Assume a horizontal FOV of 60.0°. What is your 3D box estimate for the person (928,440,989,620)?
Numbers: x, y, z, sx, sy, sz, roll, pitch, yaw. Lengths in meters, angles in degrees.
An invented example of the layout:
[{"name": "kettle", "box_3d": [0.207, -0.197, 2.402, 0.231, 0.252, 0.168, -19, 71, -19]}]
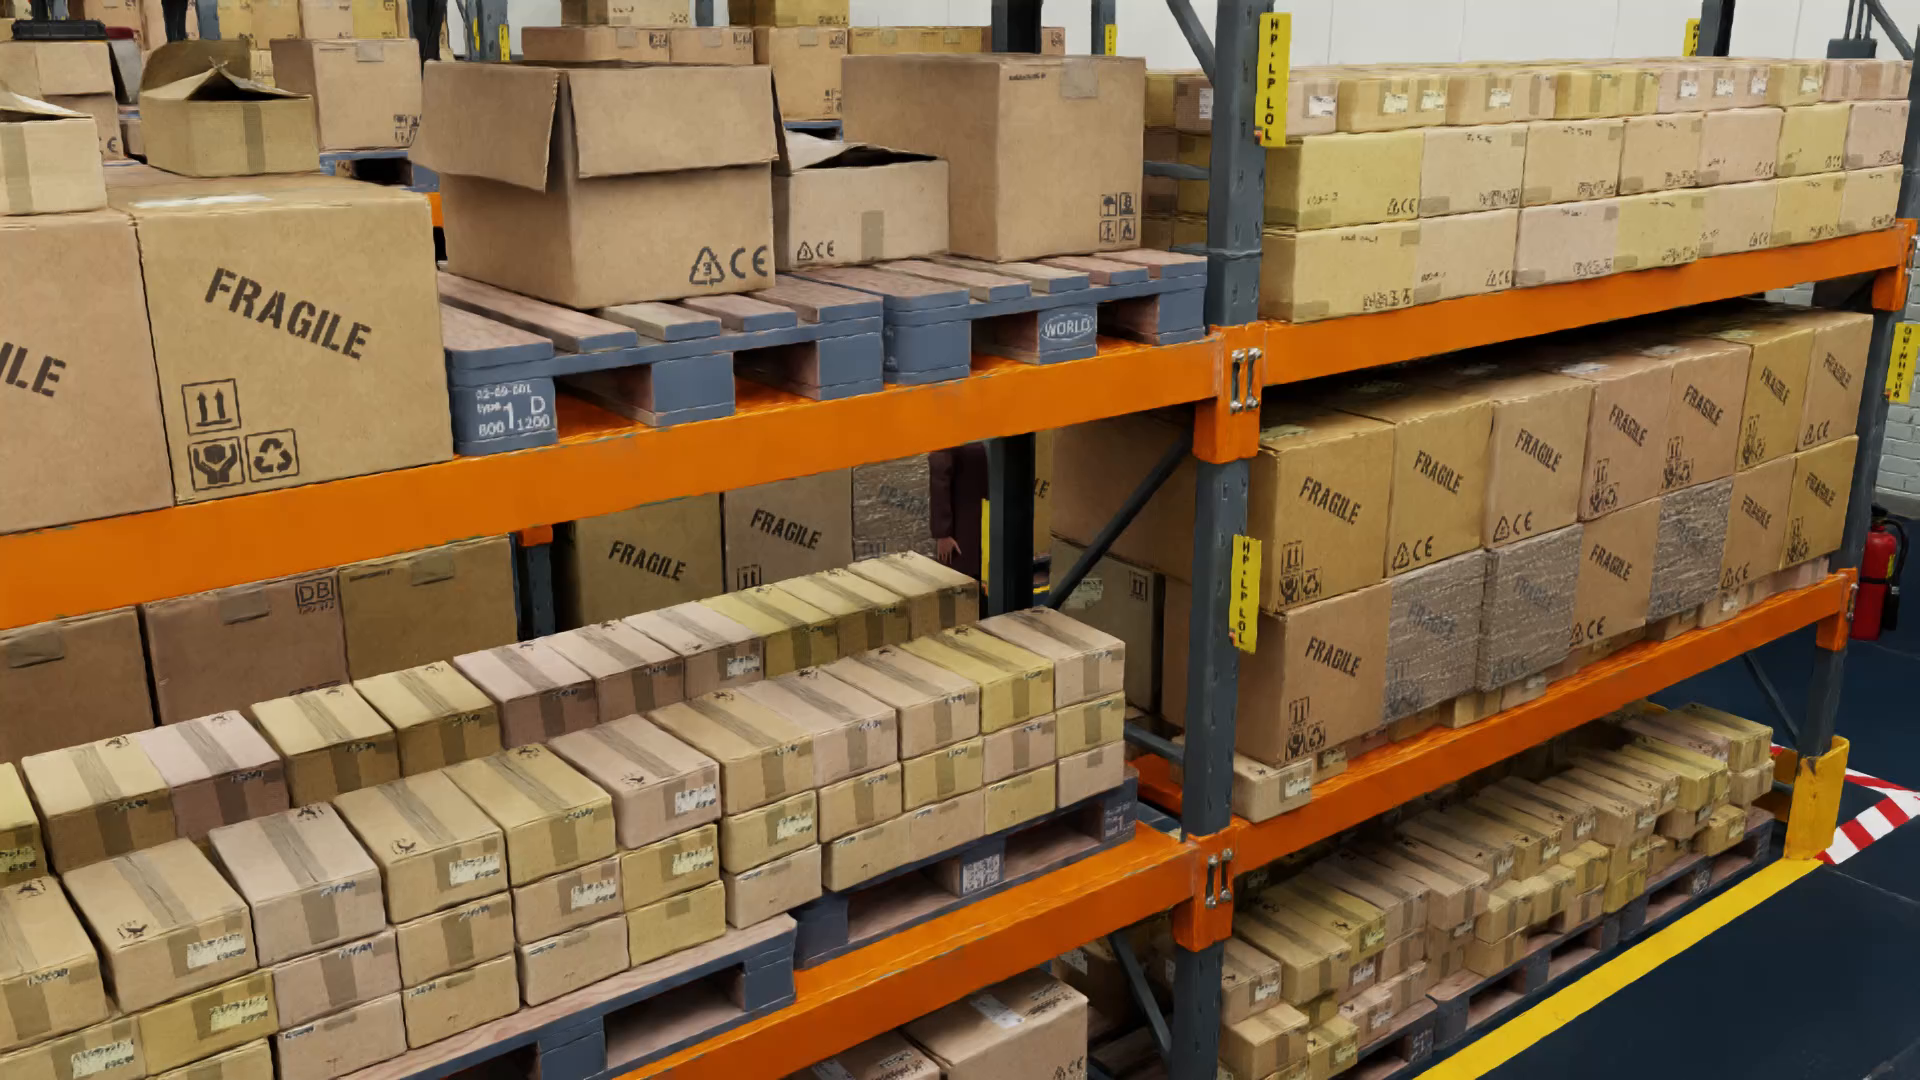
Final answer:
[{"name": "person", "box_3d": [0.077, -0.075, 9.220, 0.413, 1.791, 0.634, 10, 20, 29]}]
